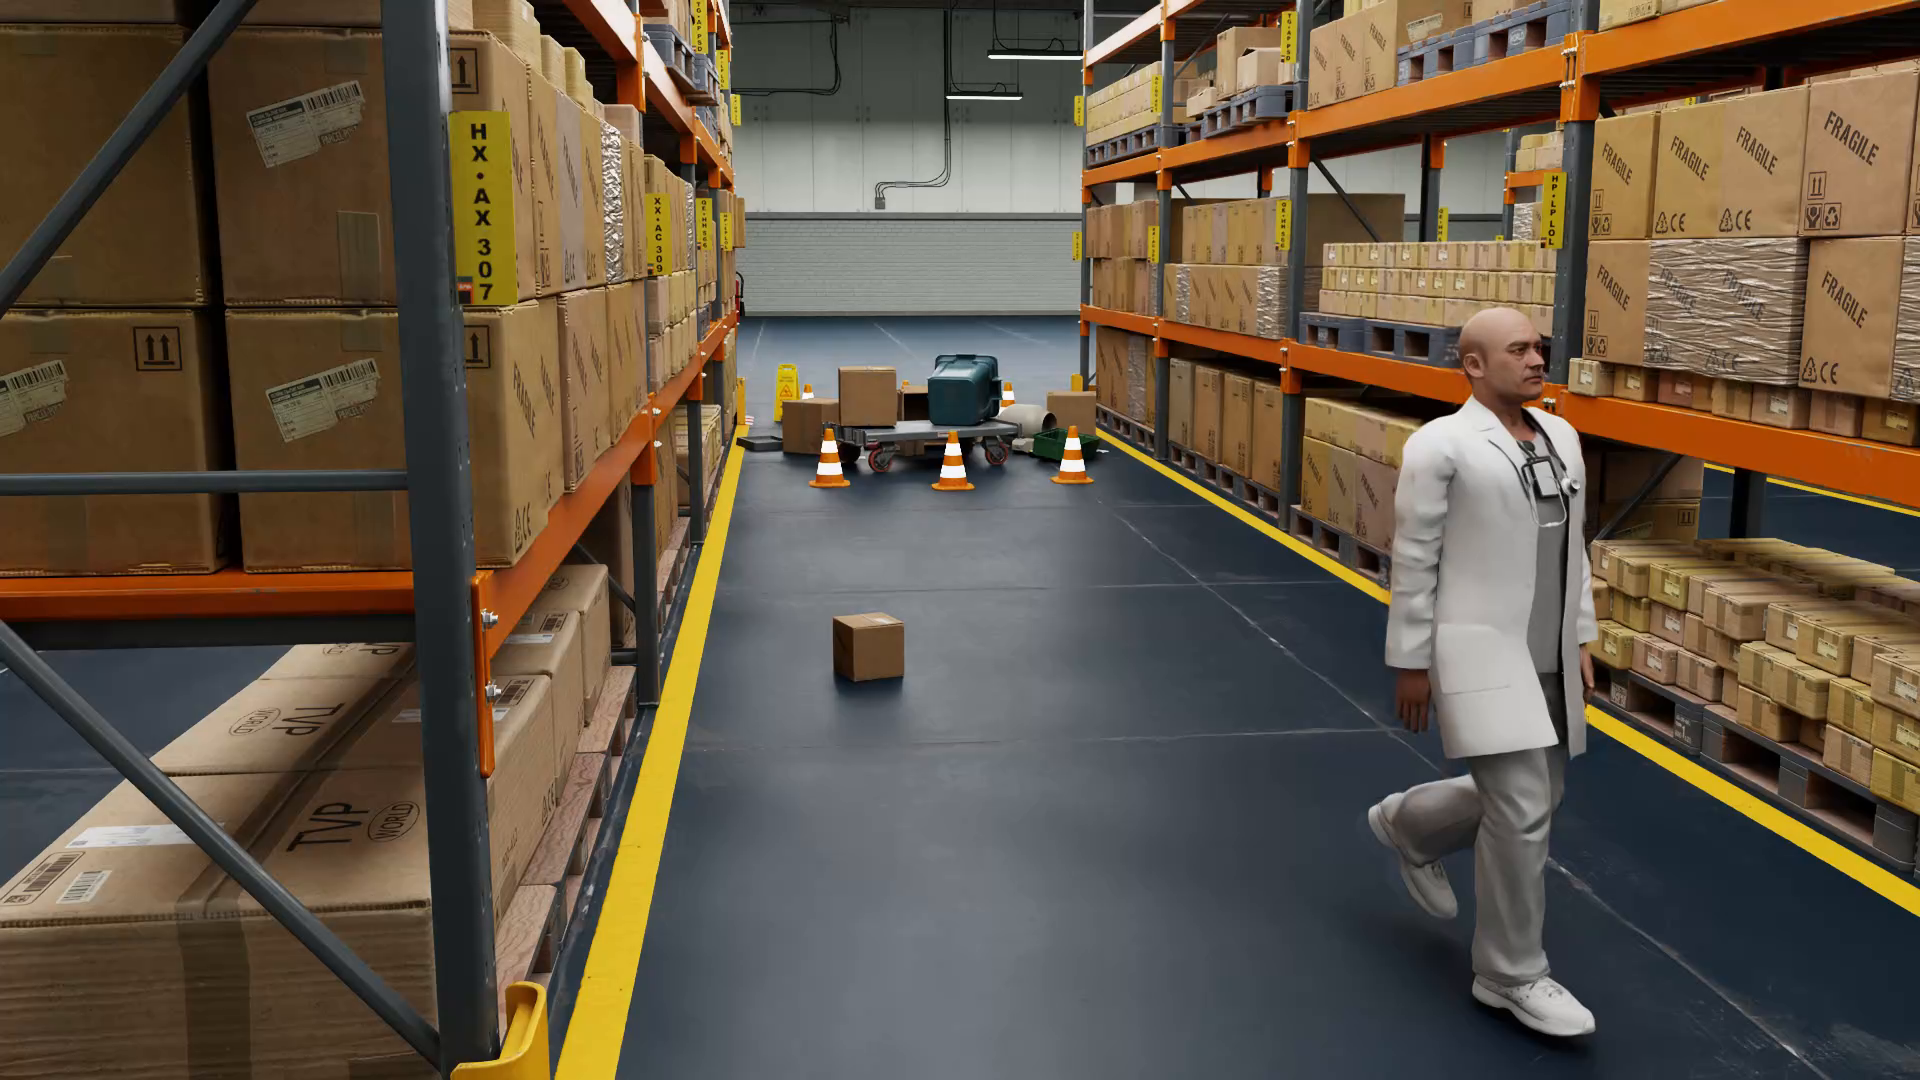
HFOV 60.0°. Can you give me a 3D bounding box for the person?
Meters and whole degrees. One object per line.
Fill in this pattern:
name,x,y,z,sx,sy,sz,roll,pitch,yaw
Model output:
person,1.356,0.284,4.251,0.582,1.743,0.905,-5,11,-28
